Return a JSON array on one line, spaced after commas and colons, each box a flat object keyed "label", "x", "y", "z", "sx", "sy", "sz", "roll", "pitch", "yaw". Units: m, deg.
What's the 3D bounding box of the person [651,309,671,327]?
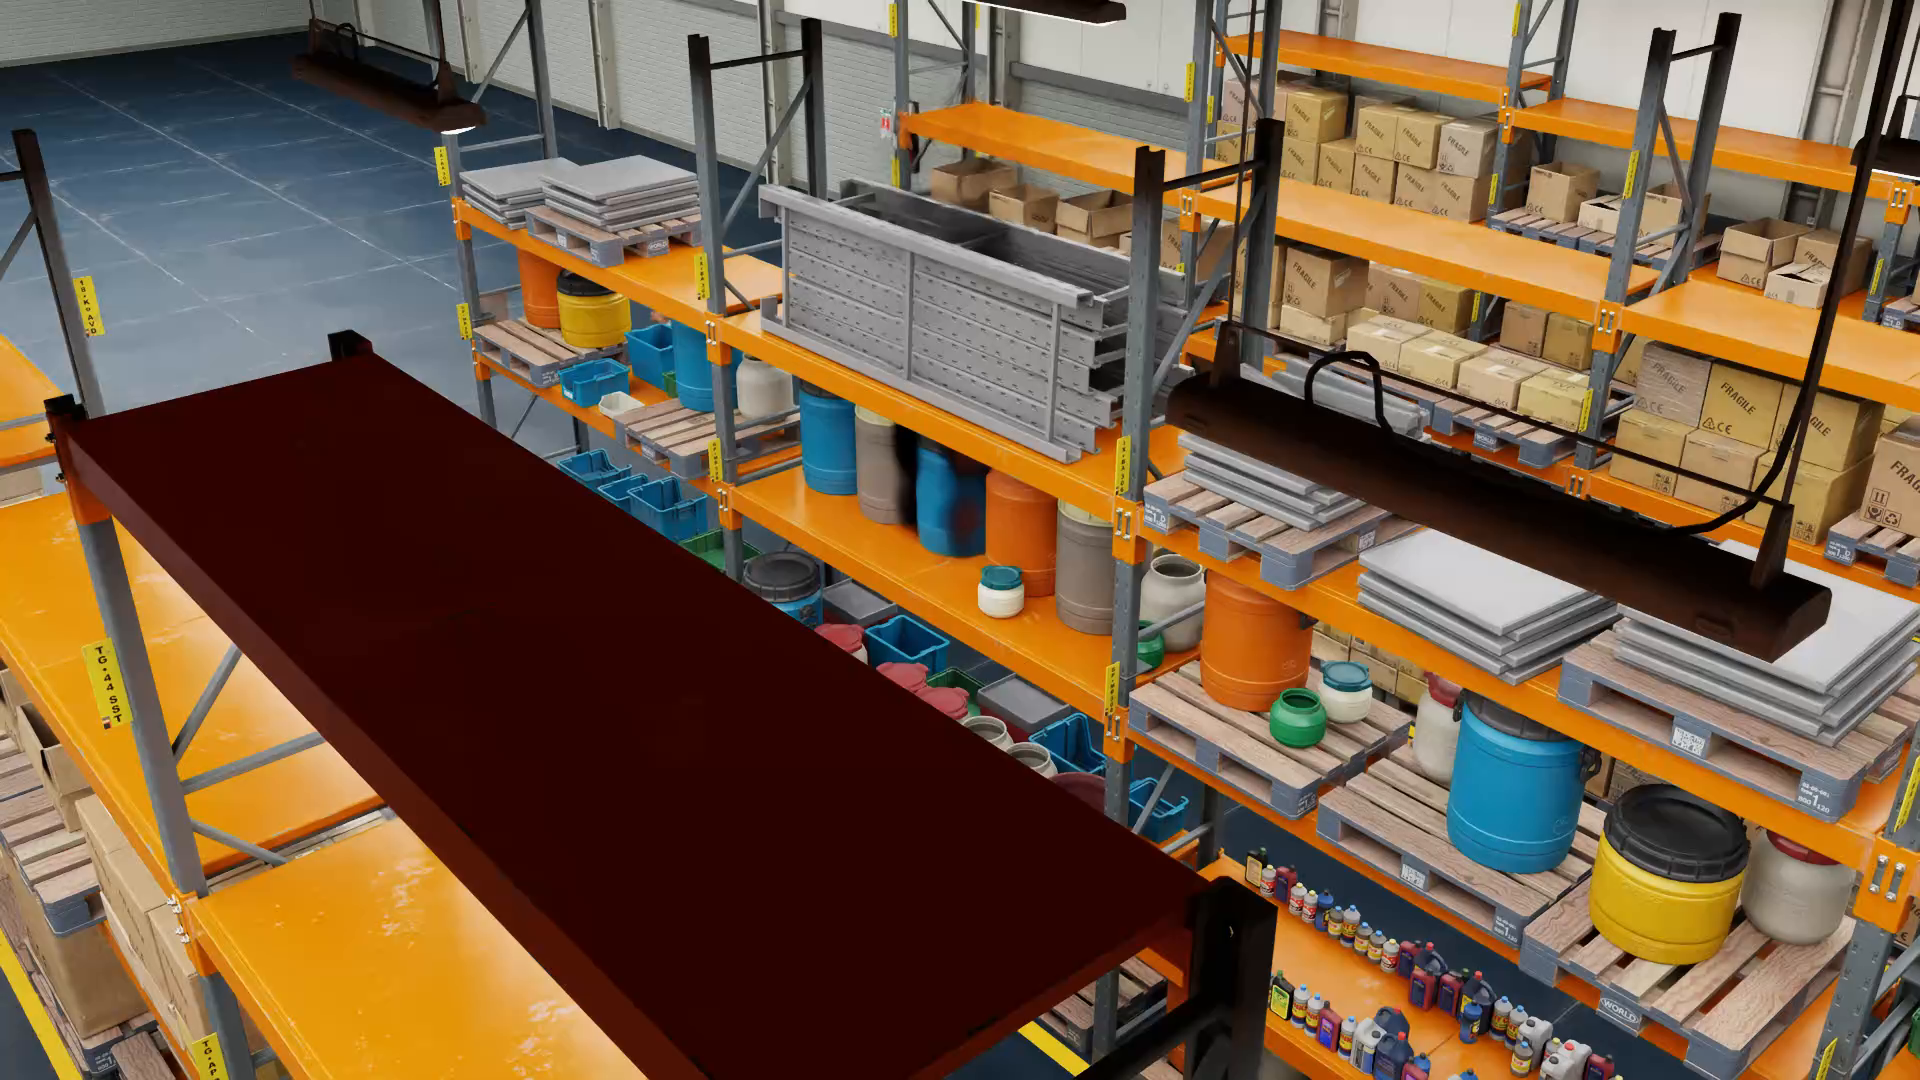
[{"label": "person", "x": -3.317, "y": -1.955, "z": 19.500, "sx": 0.664, "sy": 1.759, "sz": 0.667, "roll": -3, "pitch": 27, "yaw": -5}]

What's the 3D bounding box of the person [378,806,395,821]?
[{"label": "person", "x": -4.572, "y": 1.616, "z": 12.386, "sx": 0.925, "sy": 1.780, "sz": 0.667, "roll": 18, "pitch": 32, "yaw": 31}]
